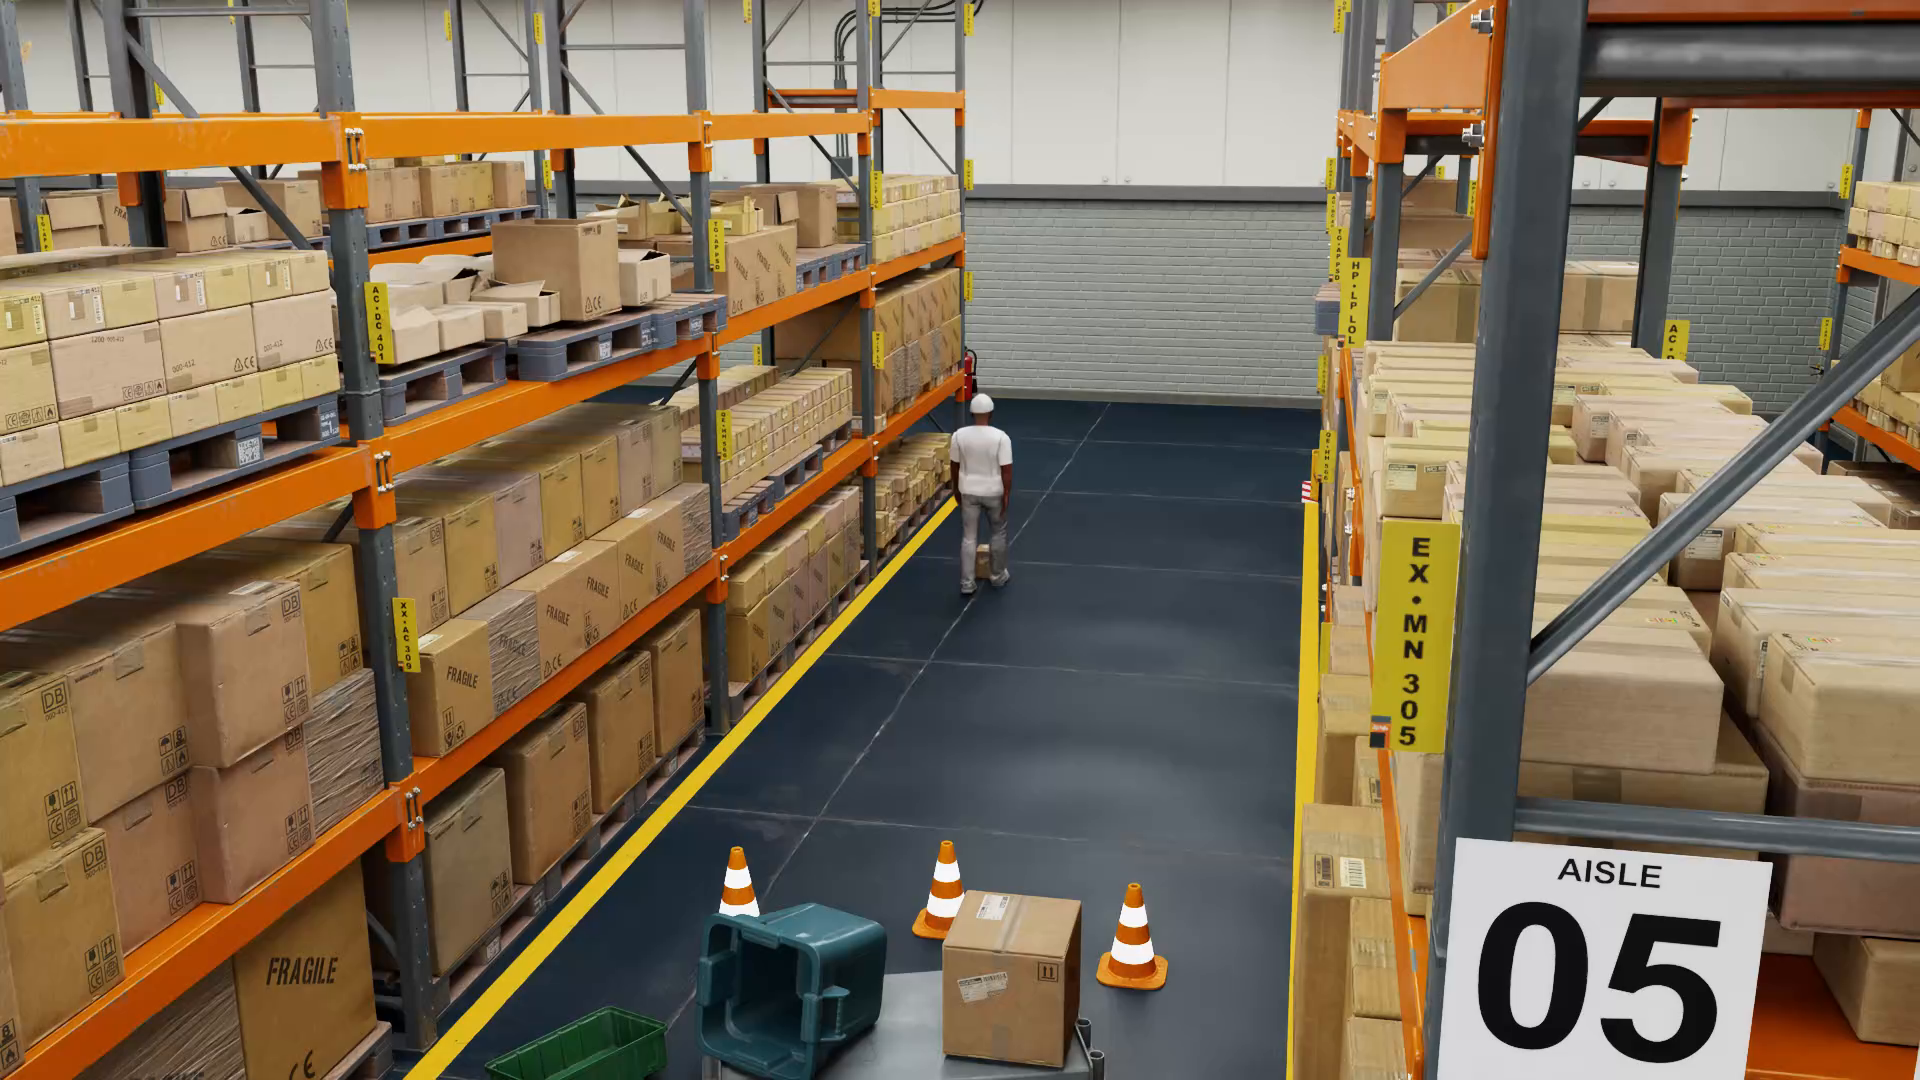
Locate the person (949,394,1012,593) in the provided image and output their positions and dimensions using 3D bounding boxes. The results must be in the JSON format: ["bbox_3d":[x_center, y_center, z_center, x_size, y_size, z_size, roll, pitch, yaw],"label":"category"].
[{"bbox_3d":[0.200,-0.425,14.640,0.571,1.765,0.578,3,15,12],"label":"person"}]
